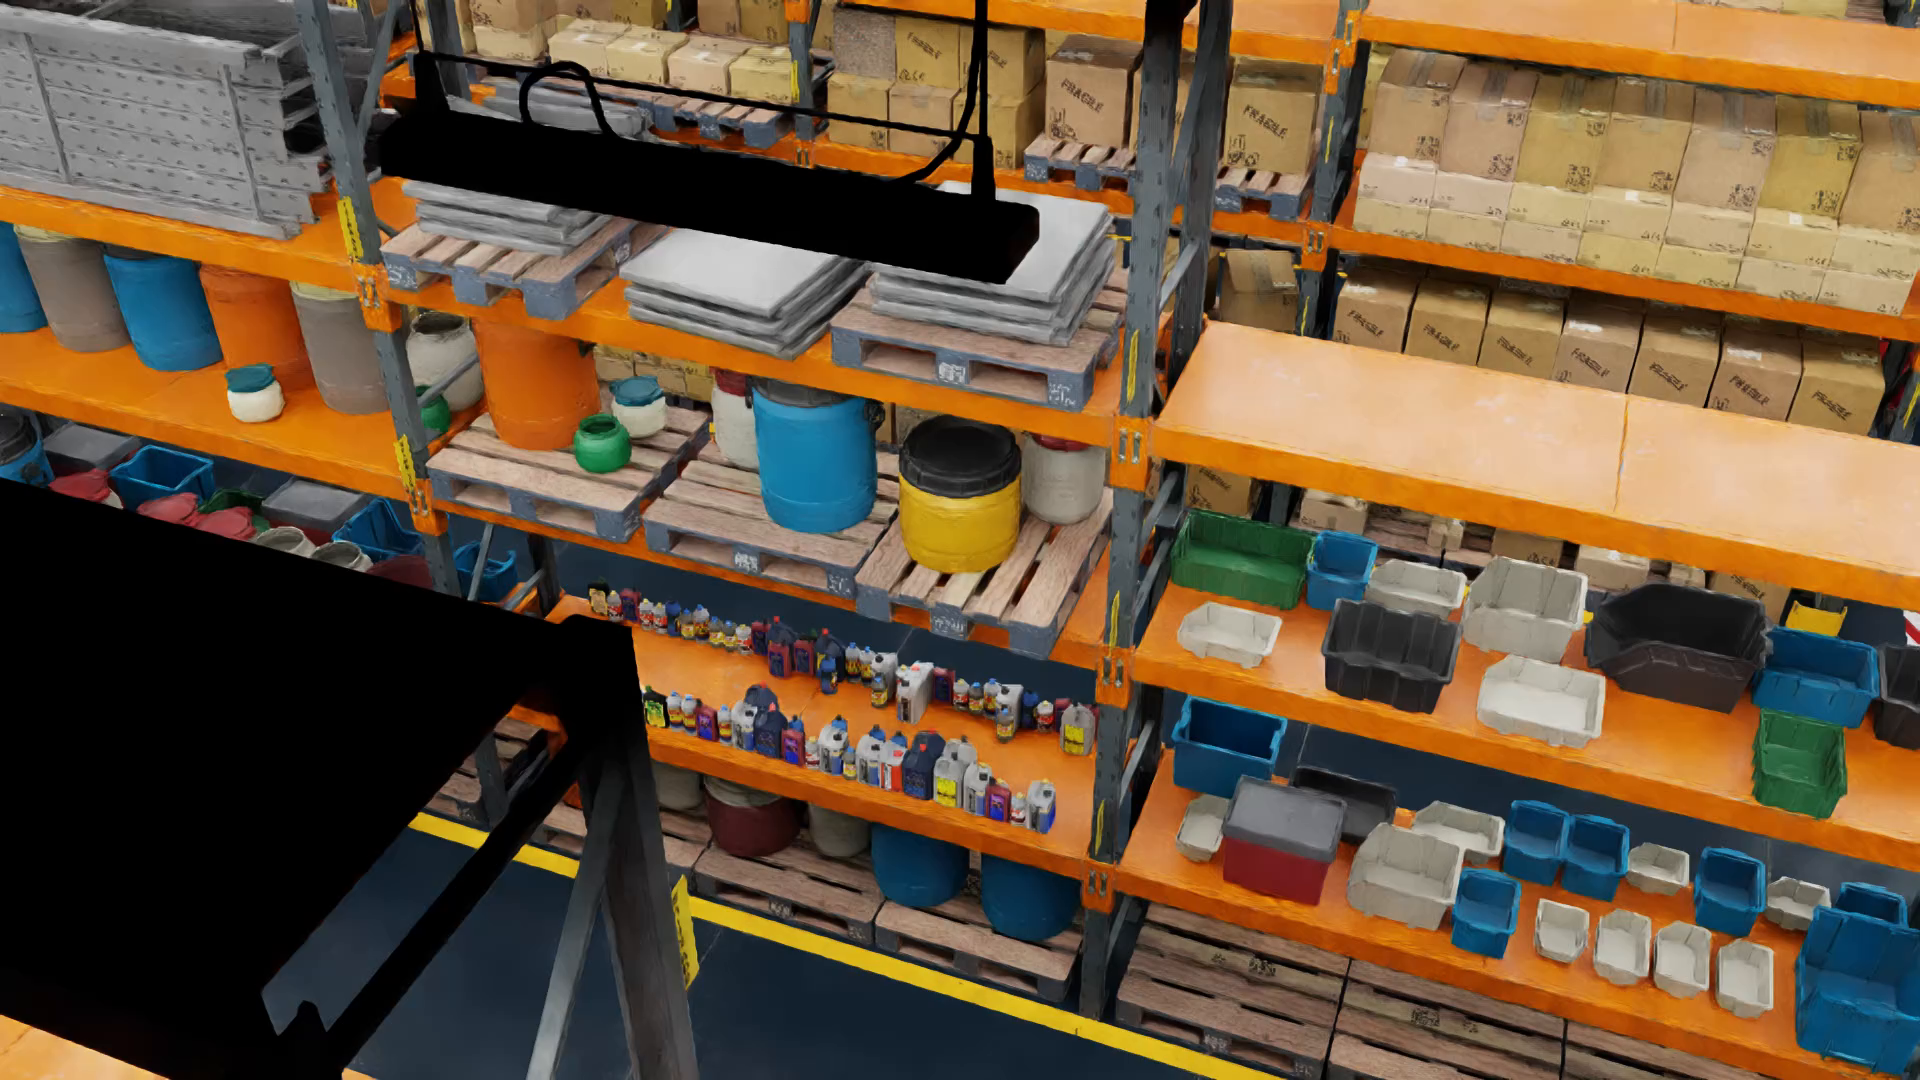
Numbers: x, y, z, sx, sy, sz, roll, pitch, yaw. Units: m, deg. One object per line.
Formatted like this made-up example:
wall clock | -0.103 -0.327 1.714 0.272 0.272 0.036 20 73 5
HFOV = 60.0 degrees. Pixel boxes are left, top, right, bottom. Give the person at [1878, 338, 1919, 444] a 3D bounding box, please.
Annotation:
person | 7.414 -1.014 13.290 0.641 1.736 0.414 22 42 27
